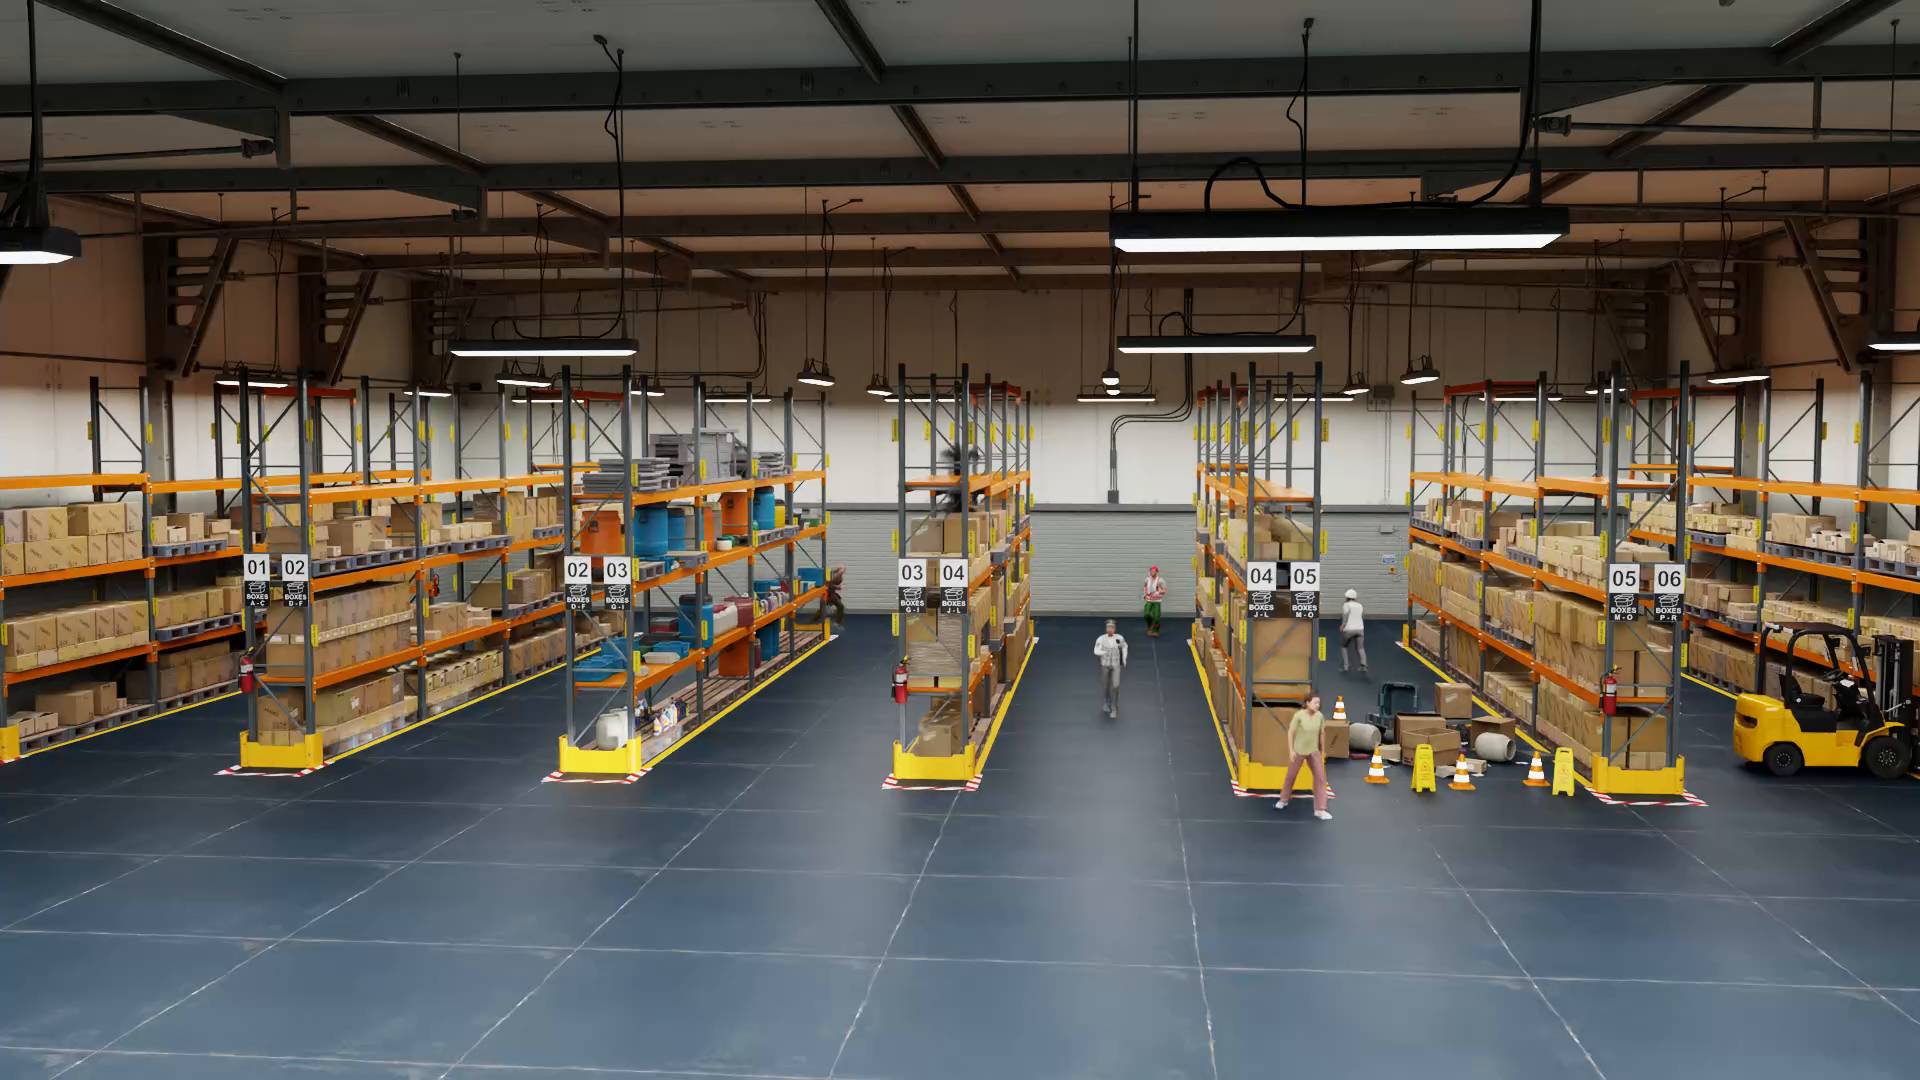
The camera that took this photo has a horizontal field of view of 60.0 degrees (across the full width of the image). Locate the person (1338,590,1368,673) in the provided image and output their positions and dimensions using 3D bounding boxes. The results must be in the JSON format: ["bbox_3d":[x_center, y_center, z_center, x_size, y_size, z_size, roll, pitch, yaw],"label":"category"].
[{"bbox_3d":[8.170,1.918,34.533,0.651,1.748,0.975,-1,4,-13],"label":"person"}]

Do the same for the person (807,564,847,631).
[{"bbox_3d":[-3.363,1.473,42.274,1.067,1.746,0.759,0,4,7],"label":"person"}]

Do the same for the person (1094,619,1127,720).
[{"bbox_3d":[2.669,2.260,29.443,0.599,1.742,0.842,0,4,3],"label":"person"}]

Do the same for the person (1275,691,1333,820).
[{"bbox_3d":[4.535,2.788,21.829,0.617,1.625,0.881,-1,4,-12],"label":"person"}]

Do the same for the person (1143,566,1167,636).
[{"bbox_3d":[4.725,1.503,40.640,0.635,1.741,0.635,2,4,26],"label":"person"}]
